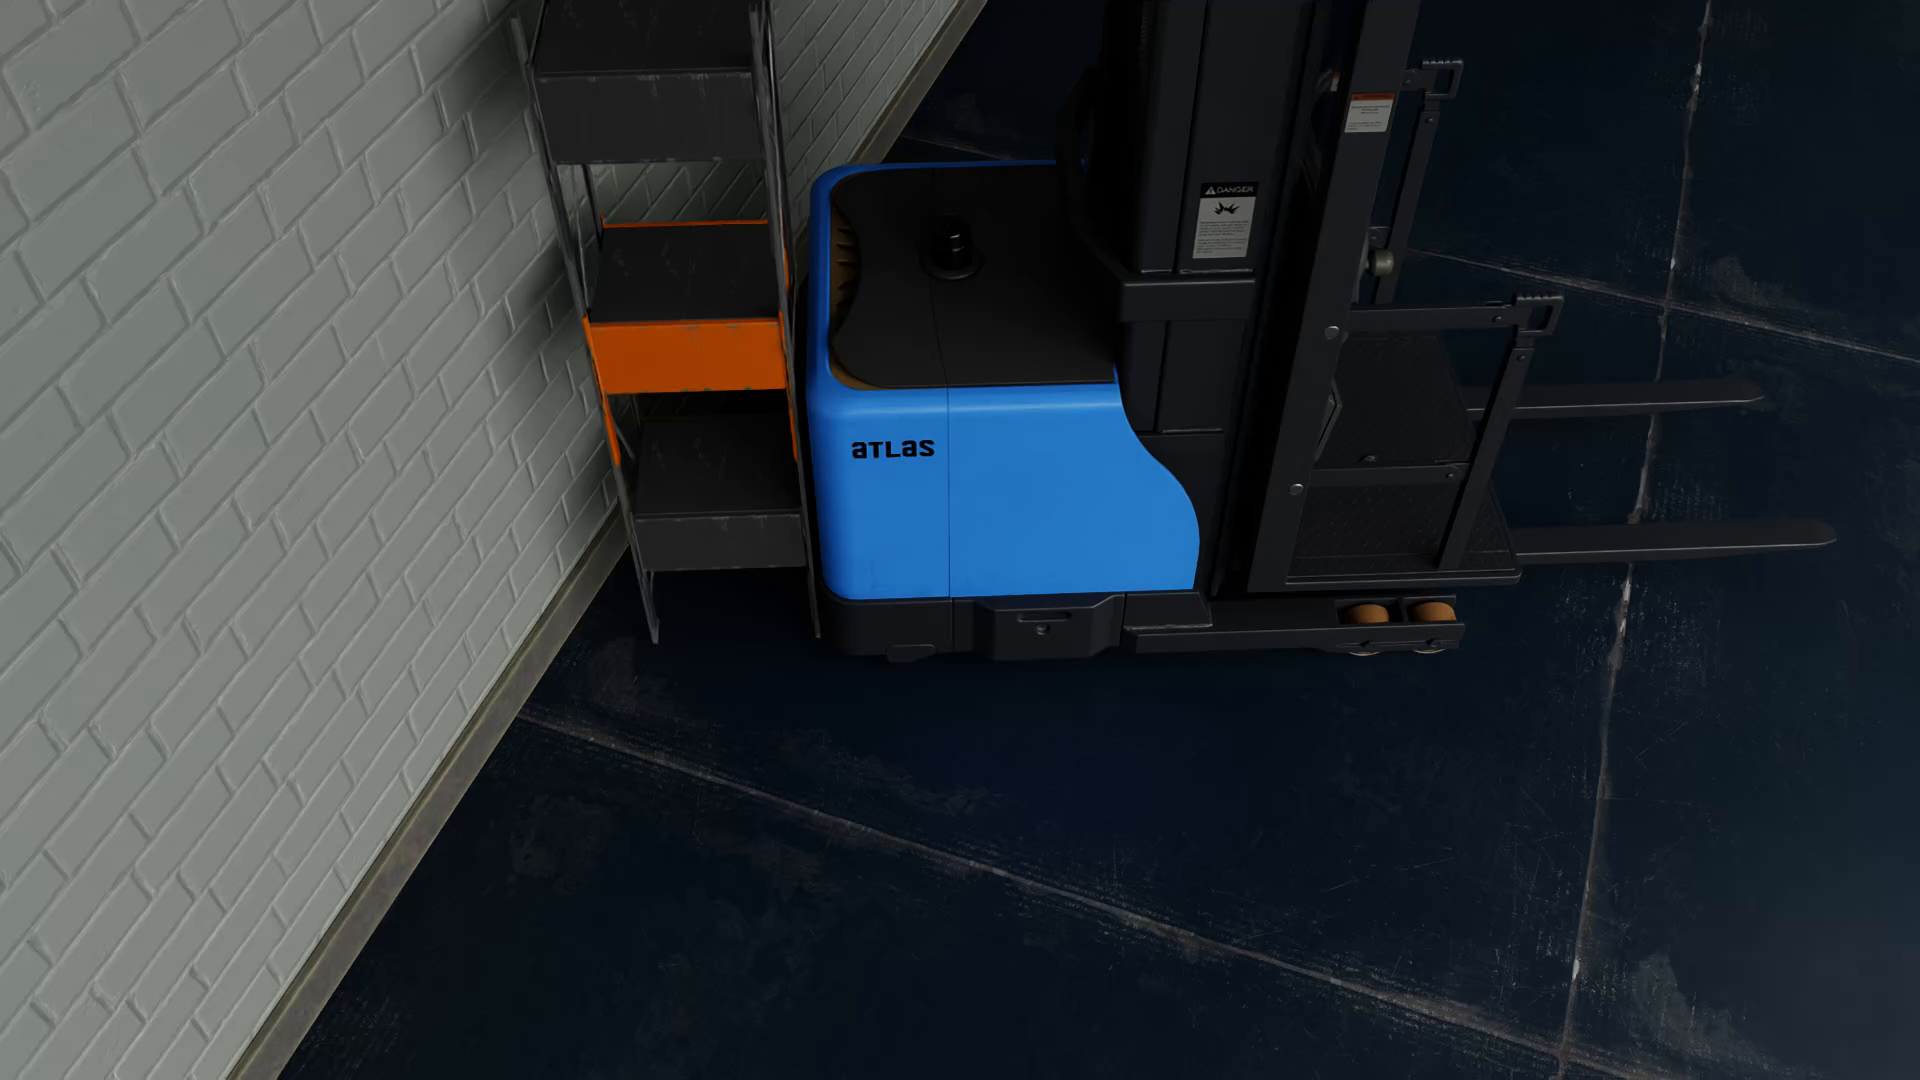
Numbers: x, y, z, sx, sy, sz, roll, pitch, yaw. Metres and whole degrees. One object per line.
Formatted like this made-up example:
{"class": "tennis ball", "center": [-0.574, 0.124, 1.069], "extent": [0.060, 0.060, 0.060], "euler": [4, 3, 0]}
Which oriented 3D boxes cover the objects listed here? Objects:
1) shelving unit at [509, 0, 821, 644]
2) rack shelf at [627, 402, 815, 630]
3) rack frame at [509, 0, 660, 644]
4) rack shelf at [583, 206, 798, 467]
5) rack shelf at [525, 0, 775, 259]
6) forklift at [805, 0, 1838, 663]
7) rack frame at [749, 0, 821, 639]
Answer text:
{"class": "shelving unit", "center": [-0.678, -0.535, 4.324], "extent": [0.503, 2.100, 0.431], "euler": [-2, 49, -2]}
{"class": "rack shelf", "center": [-0.678, -0.068, 4.863], "extent": [0.480, 0.518, 0.431], "euler": [-2, 49, -2]}
{"class": "rack frame", "center": [-0.922, -0.527, 4.317], "extent": [0.015, 2.100, 0.400], "euler": [-2, 49, -2]}
{"class": "rack shelf", "center": [-0.678, -0.526, 4.334], "extent": [0.480, 0.518, 0.431], "euler": [-2, 49, -2]}
{"class": "rack shelf", "center": [-0.678, -0.984, 3.805], "extent": [0.480, 0.518, 0.431], "euler": [-2, 49, -2]}
{"class": "forklift", "center": [1.091, -1.017, 4.192], "extent": [3.031, 2.935, 1.130], "euler": [-2, 49, -2]}
{"class": "rack frame", "center": [-0.434, -0.543, 4.331], "extent": [0.015, 2.100, 0.400], "euler": [-2, 49, -2]}
